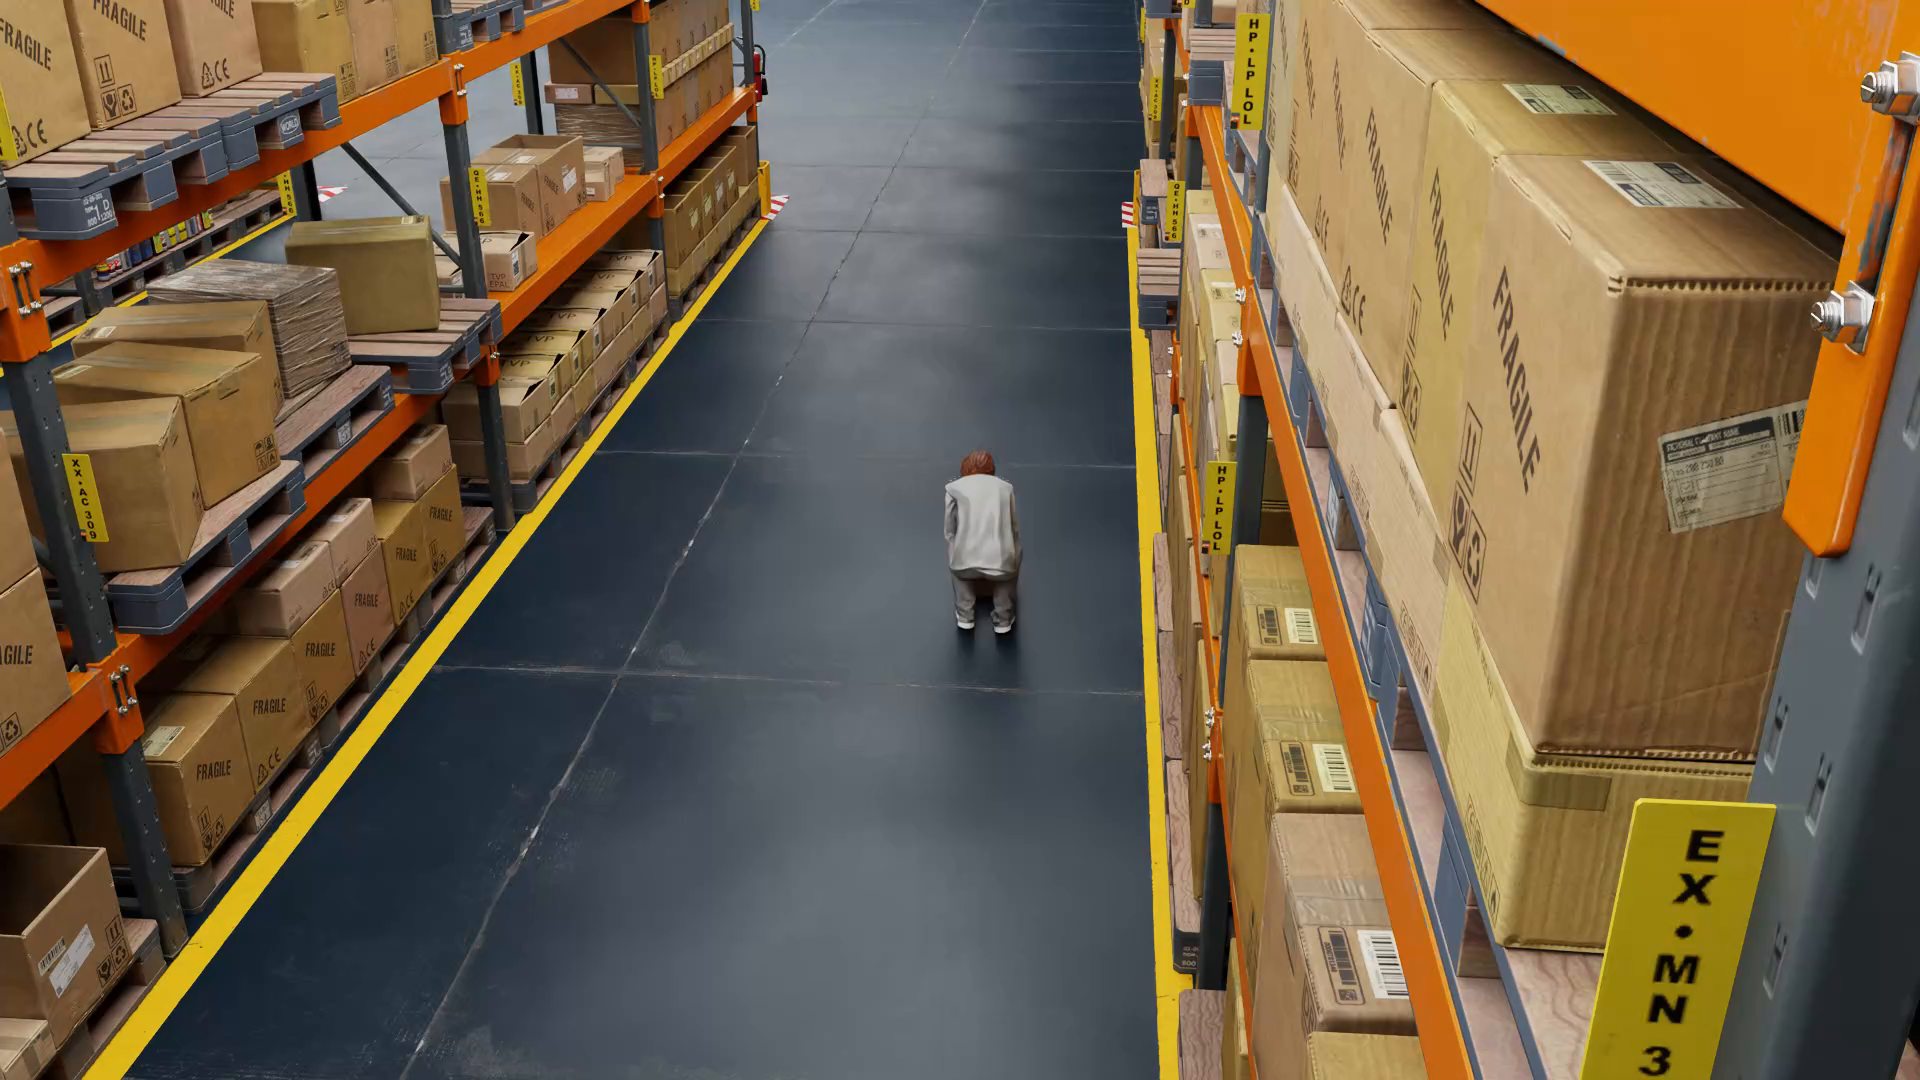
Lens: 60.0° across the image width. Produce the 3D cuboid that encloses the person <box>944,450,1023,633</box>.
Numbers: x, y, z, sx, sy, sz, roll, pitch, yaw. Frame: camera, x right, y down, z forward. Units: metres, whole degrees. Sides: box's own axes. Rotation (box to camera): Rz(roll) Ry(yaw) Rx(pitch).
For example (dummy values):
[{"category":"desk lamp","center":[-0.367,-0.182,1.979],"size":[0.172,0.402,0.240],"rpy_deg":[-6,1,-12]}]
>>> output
[{"category":"person","center":[0.119,0.037,8.951],"size":[0.442,0.832,0.799],"rpy_deg":[2,25,4]}]
